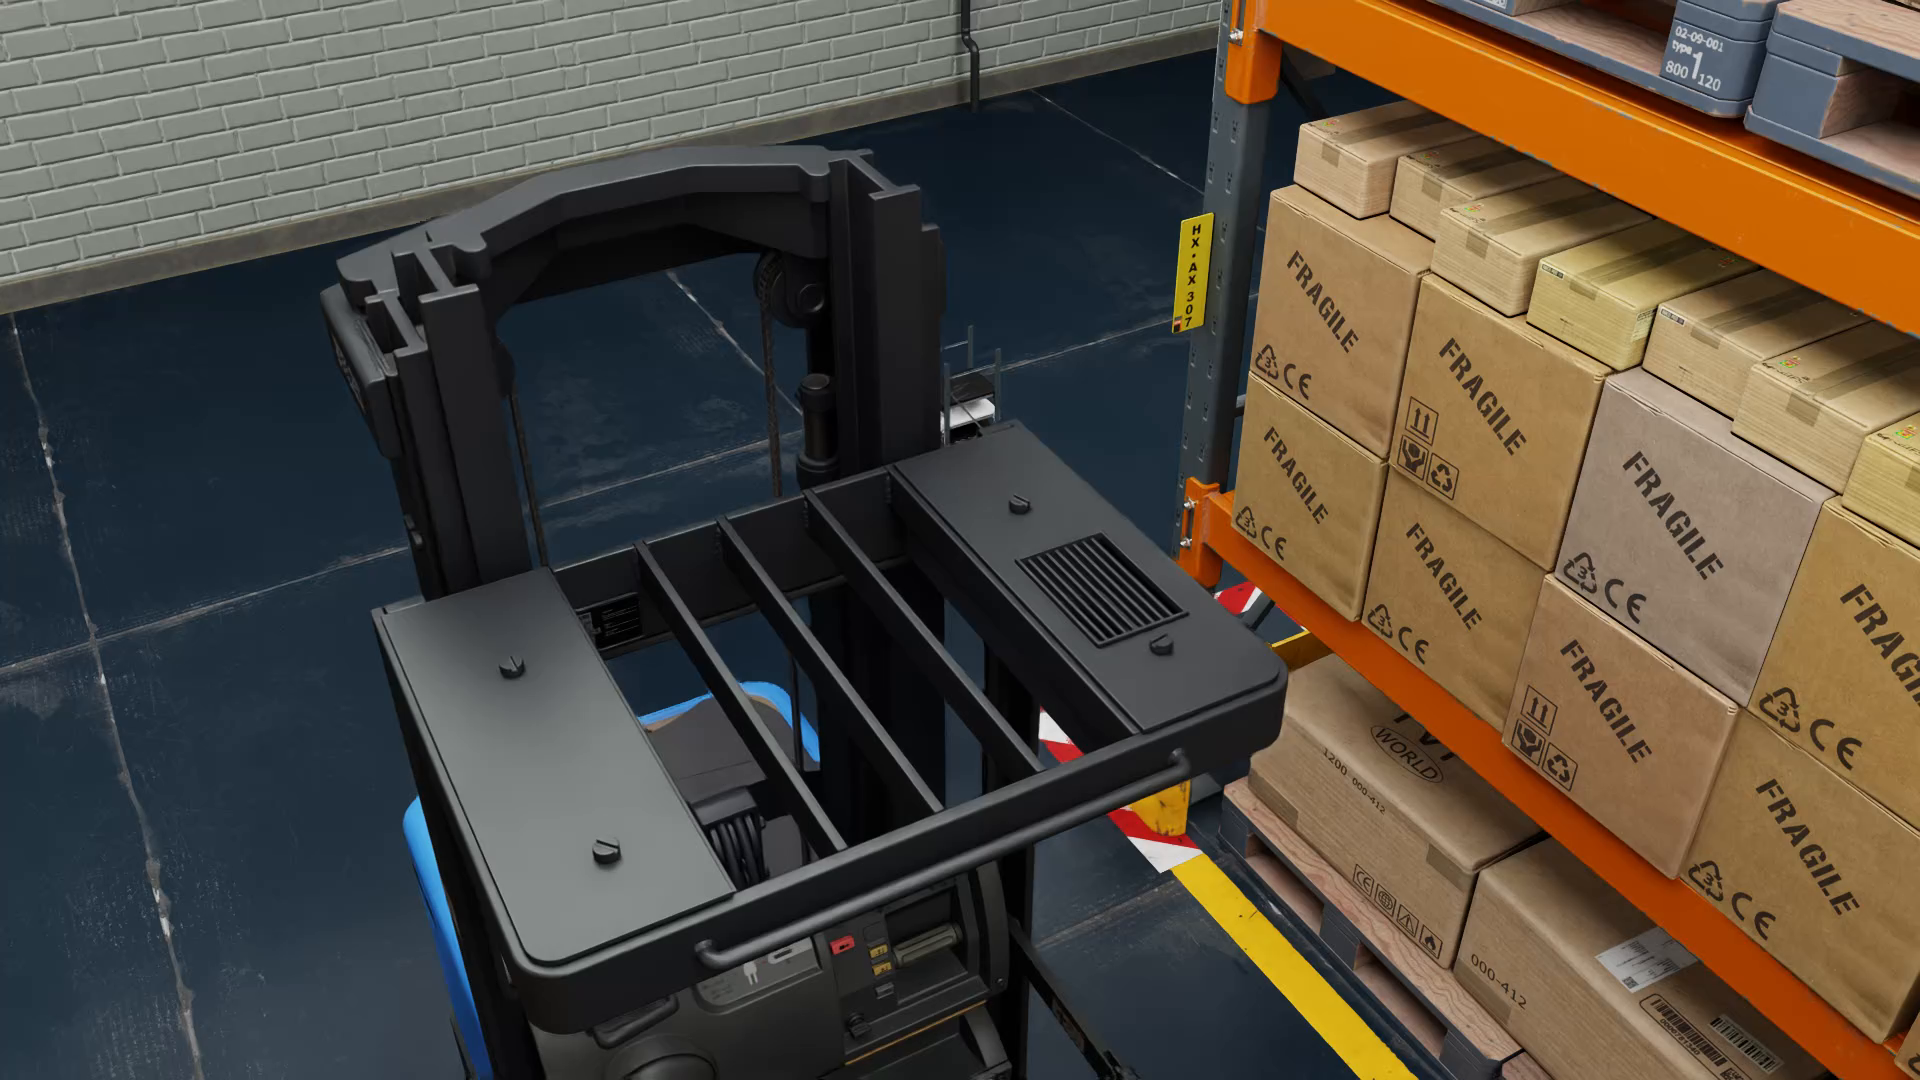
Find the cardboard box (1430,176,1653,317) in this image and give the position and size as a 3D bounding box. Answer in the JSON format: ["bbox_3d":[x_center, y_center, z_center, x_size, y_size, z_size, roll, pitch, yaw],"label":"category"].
[{"bbox_3d":[1.256,-0.641,3.601,0.380,0.149,0.250,-18,40,-23],"label":"cardboard box"}]

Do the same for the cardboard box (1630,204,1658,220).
[{"bbox_3d":[1.797,-0.830,3.861,0.380,0.149,0.250,-19,40,-24],"label":"cardboard box"}]

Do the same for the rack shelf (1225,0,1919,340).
[{"bbox_3d":[2.097,-0.377,2.790,1.077,0.370,4.000,-19,40,-24],"label":"rack shelf"}]

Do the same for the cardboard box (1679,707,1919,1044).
[{"bbox_3d":[1.870,0.578,3.331,0.500,0.500,0.500,-18,40,-22],"label":"cardboard box"}]

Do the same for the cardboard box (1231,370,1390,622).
[{"bbox_3d":[1.086,-0.187,4.378,0.500,0.500,0.500,-19,40,-24],"label":"cardboard box"}]

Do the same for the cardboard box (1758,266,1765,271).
[{"bbox_3d":[1.888,-0.689,3.668,0.380,0.149,0.250,-18,40,-23],"label":"cardboard box"}]

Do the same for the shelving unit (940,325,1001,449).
[{"bbox_3d":[-0.004,-0.368,6.490,0.258,0.900,0.210,-19,40,-24],"label":"shelving unit"}]

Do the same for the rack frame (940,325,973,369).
[{"bbox_3d":[-0.055,-0.419,6.561,0.240,0.900,0.006,-19,40,-24],"label":"rack frame"}]

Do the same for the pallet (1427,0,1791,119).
[{"bbox_3d":[1.474,-1.277,3.487,1.003,0.211,1.213,-19,40,-24],"label":"pallet"}]

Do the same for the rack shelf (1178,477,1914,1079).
[{"bbox_3d":[2.097,0.834,3.675,1.077,0.370,4.000,-19,40,-24],"label":"rack shelf"}]

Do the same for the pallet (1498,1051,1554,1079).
[{"bbox_3d":[2.171,1.656,4.304,1.003,0.211,1.213,-19,40,-24],"label":"pallet"}]

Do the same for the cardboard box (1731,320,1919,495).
[{"bbox_3d":[1.671,-0.254,3.072,0.380,0.149,0.250,-19,40,-24],"label":"cardboard box"}]

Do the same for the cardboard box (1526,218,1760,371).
[{"bbox_3d":[1.404,-0.512,3.425,0.380,0.149,0.250,-20,41,-25],"label":"cardboard box"}]

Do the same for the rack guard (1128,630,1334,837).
[{"bbox_3d":[1.081,0.521,5.613,1.175,0.500,0.348,-19,40,-24],"label":"rack guard"}]

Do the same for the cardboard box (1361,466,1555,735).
[{"bbox_3d":[1.364,0.063,4.036,0.500,0.500,0.500,-19,40,-25],"label":"cardboard box"}]

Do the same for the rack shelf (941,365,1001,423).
[{"bbox_3d":[-0.004,-0.559,6.351,0.258,0.077,0.200,-19,40,-24],"label":"rack shelf"}]

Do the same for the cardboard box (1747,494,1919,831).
[{"bbox_3d":[1.870,0.184,3.022,0.500,0.500,0.500,-19,40,-24],"label":"cardboard box"}]

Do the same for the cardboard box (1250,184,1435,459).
[{"bbox_3d":[1.088,-0.592,4.084,0.500,0.500,0.500,-20,41,-25],"label":"cardboard box"}]

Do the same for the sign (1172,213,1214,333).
[{"bbox_3d":[0.610,-0.697,4.360,0.100,0.325,0.005,-19,40,-24],"label":"sign"}]

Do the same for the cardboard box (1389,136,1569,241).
[{"bbox_3d":[1.225,-0.807,3.829,0.380,0.149,0.250,-18,40,-23],"label":"cardboard box"}]

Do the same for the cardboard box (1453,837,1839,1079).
[{"bbox_3d":[1.978,1.160,4.435,0.875,0.438,0.875,-18,40,-23],"label":"cardboard box"}]

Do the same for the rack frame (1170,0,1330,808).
[{"bbox_3d":[1.093,-0.477,4.859,1.000,3.000,0.127,-19,40,-24],"label":"rack frame"}]

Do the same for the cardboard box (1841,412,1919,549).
[{"bbox_3d":[1.774,-0.116,2.884,0.380,0.149,0.250,-20,41,-25],"label":"cardboard box"}]

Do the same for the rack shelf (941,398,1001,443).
[{"bbox_3d":[-0.004,-0.486,6.404,0.258,0.077,0.200,-19,40,-24],"label":"rack shelf"}]

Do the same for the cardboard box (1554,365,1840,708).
[{"bbox_3d":[1.619,-0.070,3.370,0.500,0.500,0.500,-19,40,-24],"label":"cardboard box"}]

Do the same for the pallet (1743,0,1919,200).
[{"bbox_3d":[2.091,-0.654,2.634,1.003,0.211,1.213,-19,40,-24],"label":"pallet"}]

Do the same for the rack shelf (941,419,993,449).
[{"bbox_3d":[-0.004,-0.413,6.457,0.258,0.077,0.200,-19,40,-24],"label":"rack shelf"}]

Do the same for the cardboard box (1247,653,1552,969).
[{"bbox_3d":[1.511,0.695,5.071,0.875,0.438,0.875,-20,41,-25],"label":"cardboard box"}]

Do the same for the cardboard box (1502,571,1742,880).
[{"bbox_3d":[1.604,0.327,3.674,0.500,0.500,0.500,-19,40,-24],"label":"cardboard box"}]

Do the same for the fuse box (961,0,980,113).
[{"bbox_3d":[0.129,-3.373,9.917,0.539,1.711,0.414,-19,40,-24],"label":"fuse box"}]

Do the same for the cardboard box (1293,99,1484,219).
[{"bbox_3d":[1.032,-0.920,3.983,0.380,0.149,0.250,-18,40,-23],"label":"cardboard box"}]

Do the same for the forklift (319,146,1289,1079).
[{"bbox_3d":[-0.227,0.933,2.987,1.130,2.935,3.031,-18,40,-23],"label":"forklift"}]

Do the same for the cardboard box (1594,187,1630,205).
[{"bbox_3d":[1.594,-0.937,4.007,0.380,0.149,0.250,-18,40,-23],"label":"cardboard box"}]

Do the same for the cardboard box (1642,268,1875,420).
[{"bbox_3d":[1.582,-0.393,3.263,0.380,0.149,0.250,-19,40,-23],"label":"cardboard box"}]

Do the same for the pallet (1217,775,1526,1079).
[{"bbox_3d":[1.562,1.034,5.155,1.003,0.211,1.213,-19,40,-24],"label":"pallet"}]

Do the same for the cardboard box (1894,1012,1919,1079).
[{"bbox_3d":[2.120,0.849,2.959,0.500,0.500,0.500,-20,40,-25],"label":"cardboard box"}]

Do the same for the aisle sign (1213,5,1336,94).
[{"bbox_3d":[0.806,-1.477,4.025,0.394,0.787,0.004,-19,40,-24],"label":"aisle sign"}]

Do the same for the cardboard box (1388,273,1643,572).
[{"bbox_3d":[1.353,-0.330,3.726,0.500,0.500,0.500,-20,41,-25],"label":"cardboard box"}]

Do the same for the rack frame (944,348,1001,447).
[{"bbox_3d":[0.047,-0.316,6.419,0.240,0.900,0.006,-19,40,-24],"label":"rack frame"}]
